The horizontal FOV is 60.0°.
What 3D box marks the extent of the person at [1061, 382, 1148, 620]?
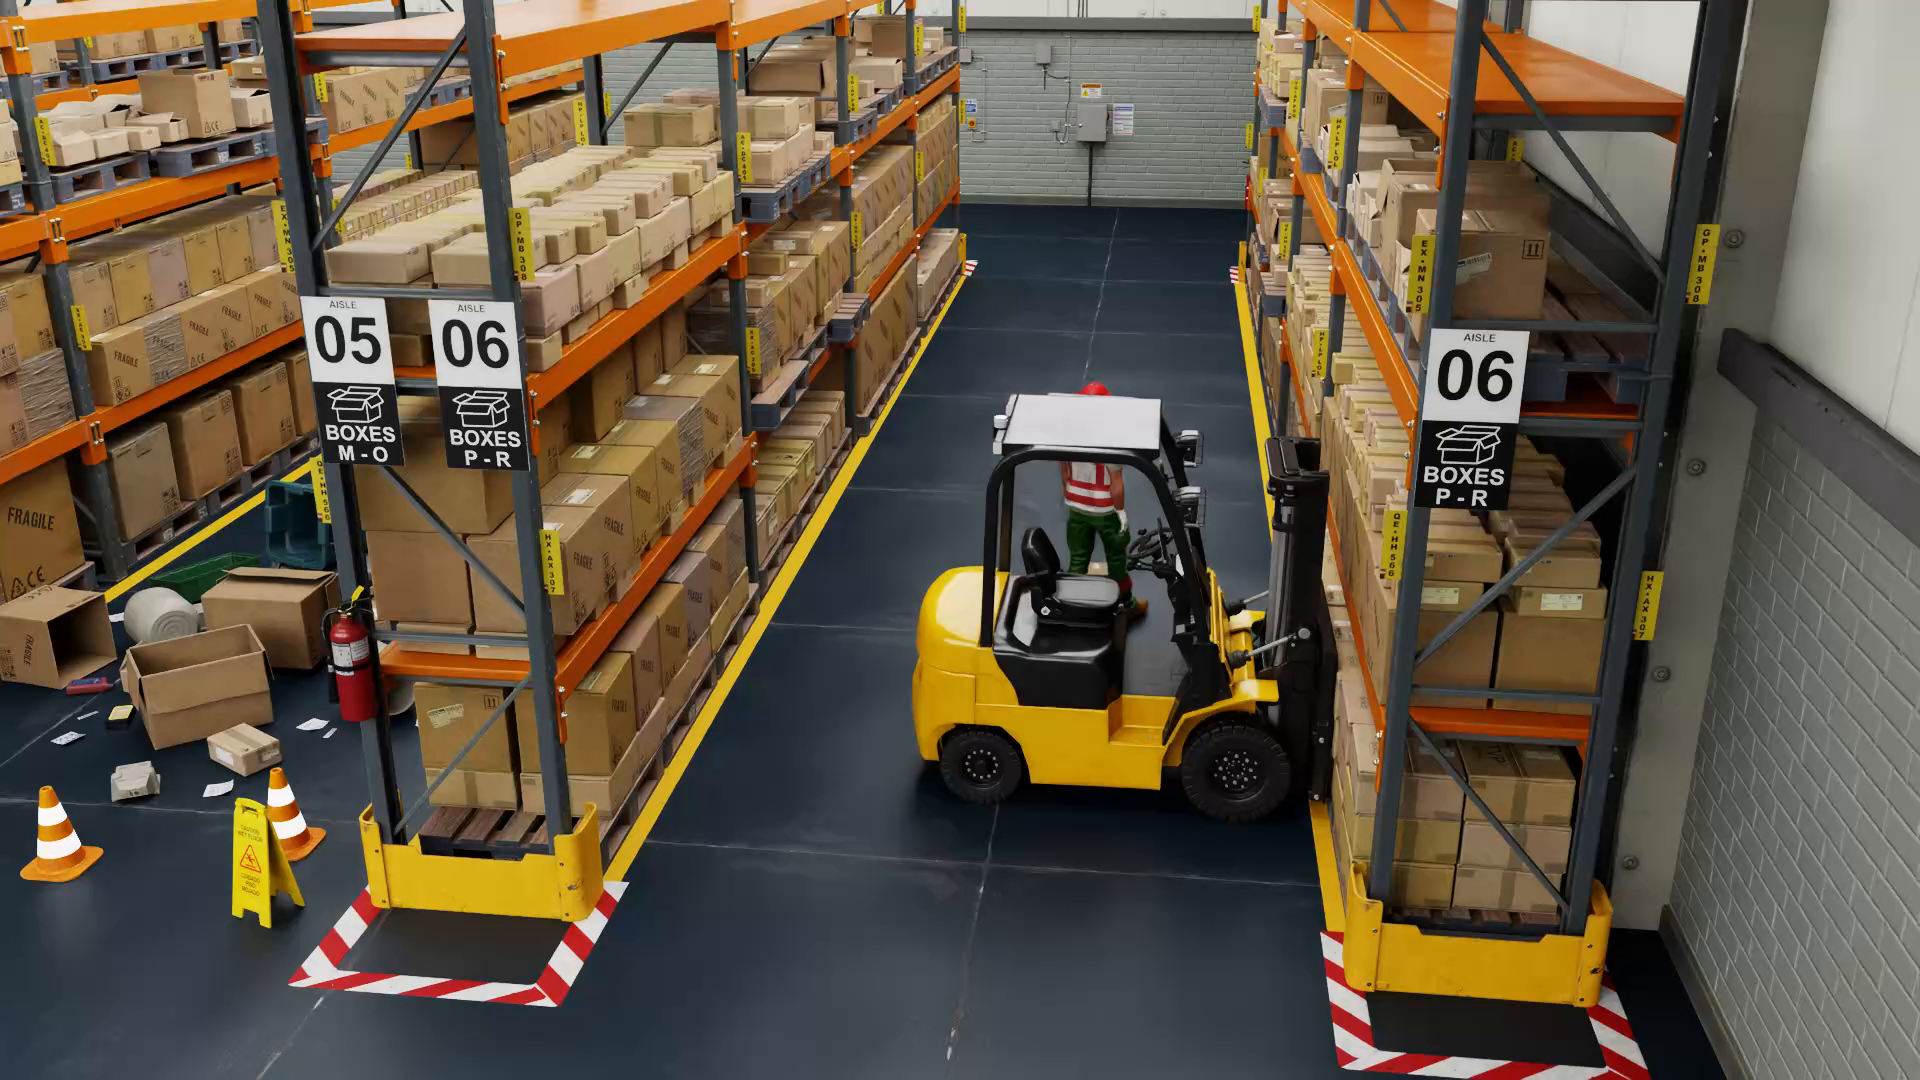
[{"bbox_3d":[1.026,-0.270,11.735,0.556,1.790,0.630,14,25,33],"label":"person"}]
